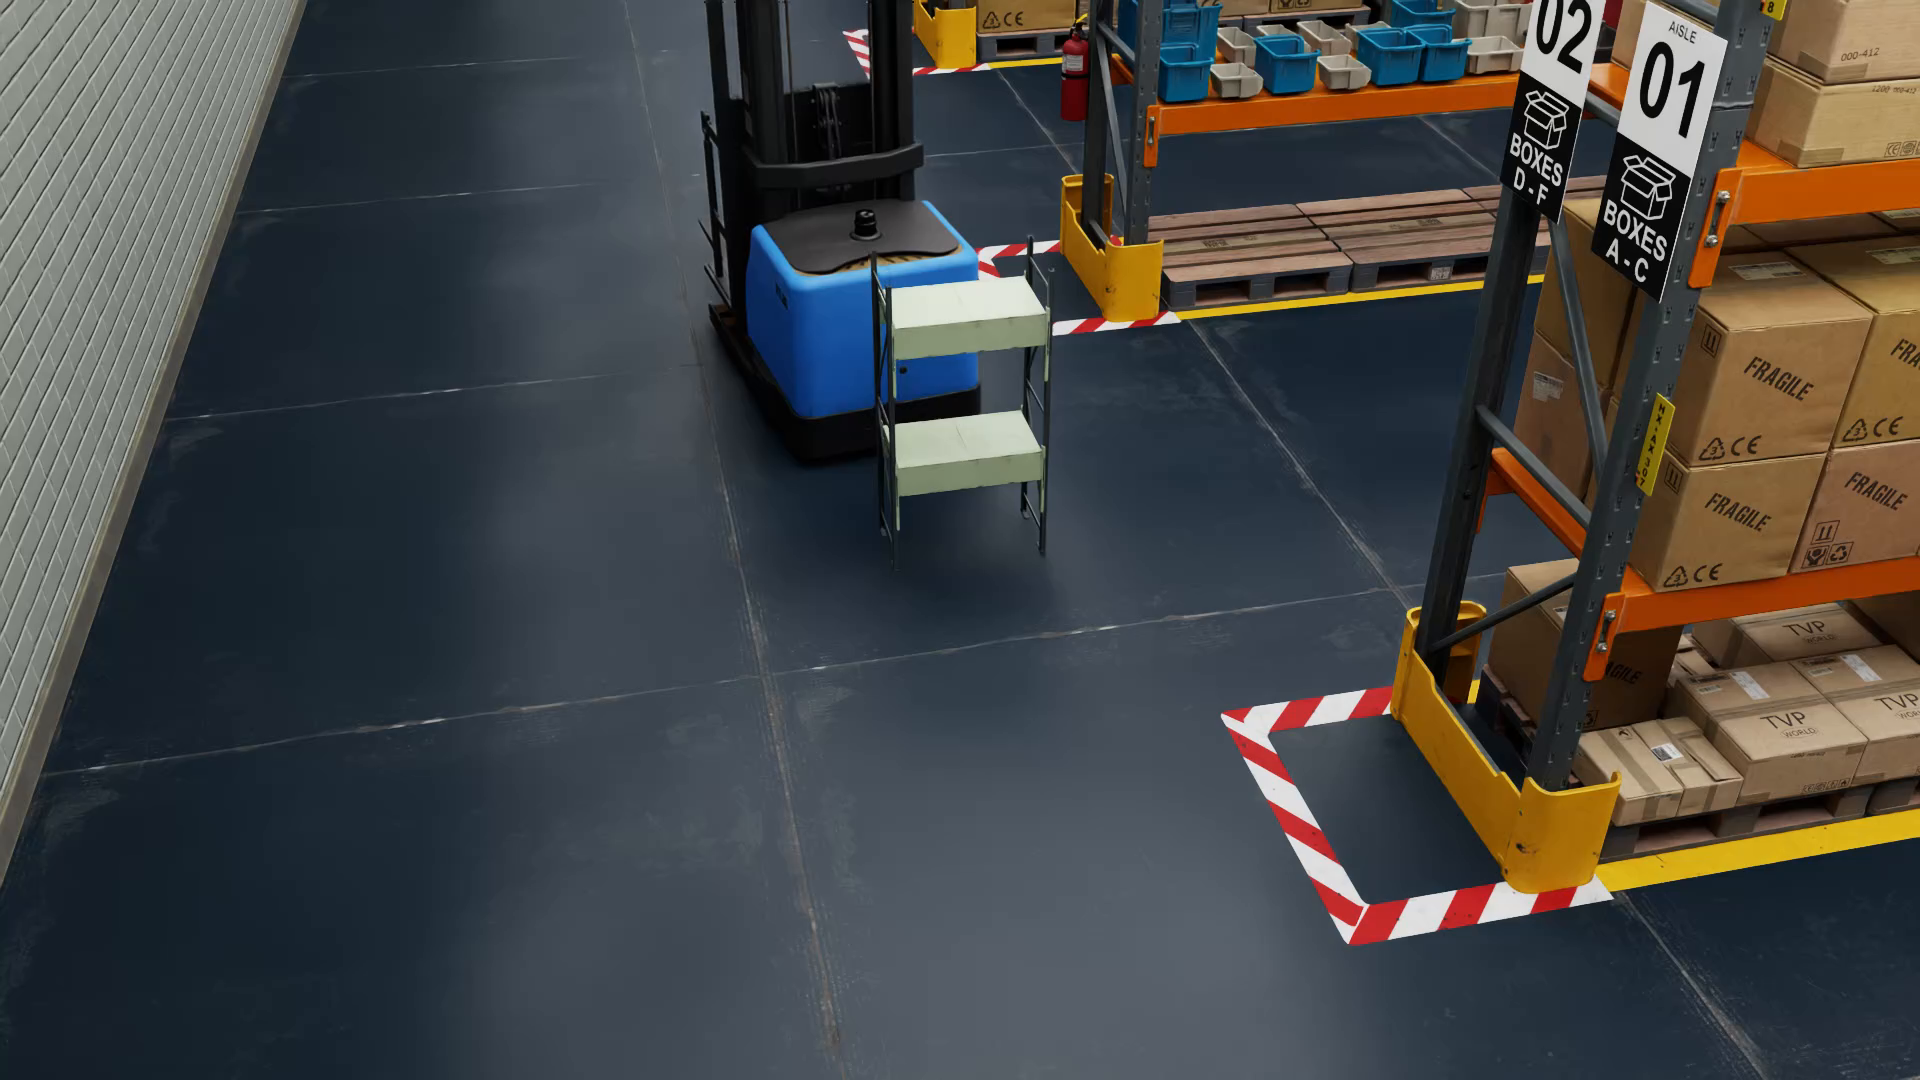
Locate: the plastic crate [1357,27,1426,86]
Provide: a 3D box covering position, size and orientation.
[{"bbox_3d":[2.568,-2.895,9.969,0.300,0.233,0.416,-7,35,-11],"label":"plastic crate"}]

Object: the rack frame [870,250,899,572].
[{"bbox_3d":[-0.350,-0.579,7.766,0.023,1.500,0.400,-7,35,-11],"label":"rack frame"}]

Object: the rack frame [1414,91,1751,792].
[{"bbox_3d":[2.059,-0.234,5.907,0.127,3.000,1.000,-7,35,-11],"label":"rack frame"}]

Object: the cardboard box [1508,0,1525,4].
[{"bbox_3d":[5.270,-5.602,15.436,0.875,0.875,1.225,-8,35,-12],"label":"cardboard box"}]

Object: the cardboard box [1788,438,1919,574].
[{"bbox_3d":[3.052,-0.253,5.845,0.500,0.500,0.500,-8,35,-11],"label":"cardboard box"}]

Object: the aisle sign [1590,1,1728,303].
[{"bbox_3d":[2.058,-1.145,4.932,0.004,0.787,0.394,-7,35,-11],"label":"aisle sign"}]

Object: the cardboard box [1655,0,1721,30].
[{"bbox_3d":[2.504,-1.827,5.274,0.500,0.250,0.500,-7,35,-11],"label":"cardboard box"}]

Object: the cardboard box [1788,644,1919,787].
[{"bbox_3d":[3.628,0.690,6.603,0.500,0.250,0.500,-7,35,-11],"label":"cardboard box"}]

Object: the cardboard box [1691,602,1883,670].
[{"bbox_3d":[3.469,0.424,6.999,0.500,0.250,0.500,-7,35,-11],"label":"cardboard box"}]

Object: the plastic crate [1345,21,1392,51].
[{"bbox_3d":[2.562,-3.162,10.453,0.250,0.136,0.298,-7,35,-11],"label":"plastic crate"}]

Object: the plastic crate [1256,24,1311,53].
[{"bbox_3d":[2.012,-3.068,10.313,0.243,0.136,0.396,-7,35,-11],"label":"plastic crate"}]

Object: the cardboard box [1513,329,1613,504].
[{"bbox_3d":[2.436,-0.478,6.181,0.500,0.500,0.500,-6,34,-9],"label":"cardboard box"}]

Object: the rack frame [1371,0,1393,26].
[{"bbox_3d":[3.779,-6.110,14.663,0.127,3.000,1.000,-7,35,-11],"label":"rack frame"}]

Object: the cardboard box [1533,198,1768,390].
[{"bbox_3d":[2.433,-0.895,5.904,0.500,0.500,0.500,-7,35,-11],"label":"cardboard box"}]

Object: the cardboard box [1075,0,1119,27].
[{"bbox_3d":[1.372,-5.145,14.754,0.875,0.875,0.875,-7,35,-11],"label":"cardboard box"}]

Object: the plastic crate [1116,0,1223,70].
[{"bbox_3d":[1.256,-3.109,10.105,0.499,0.435,0.616,-7,35,-11],"label":"plastic crate"}]

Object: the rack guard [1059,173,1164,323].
[{"bbox_3d":[0.950,-1.879,10.601,0.348,0.500,1.175,-7,35,-11],"label":"rack guard"}]

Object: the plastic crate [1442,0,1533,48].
[{"bbox_3d":[3.342,-3.306,10.538,0.530,0.282,0.437,-7,35,-11],"label":"plastic crate"}]

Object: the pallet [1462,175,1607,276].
[{"bbox_3d":[4.163,-2.149,11.263,1.213,0.211,1.003,-7,35,-11],"label":"pallet"}]

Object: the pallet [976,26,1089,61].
[{"bbox_3d":[0.640,-4.601,14.917,1.213,0.211,1.003,-7,35,-11],"label":"pallet"}]

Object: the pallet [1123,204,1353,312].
[{"bbox_3d":[1.783,-1.849,10.816,1.213,0.211,1.003,-7,35,-11],"label":"pallet"}]

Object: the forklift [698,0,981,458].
[{"bbox_3d":[-0.885,-2.464,9.291,1.130,2.935,3.031,-12,36,-17],"label":"forklift"}]

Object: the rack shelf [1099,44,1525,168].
[{"bbox_3d":[2.921,-2.874,10.486,4.000,0.370,1.077,-7,35,-11],"label":"rack shelf"}]

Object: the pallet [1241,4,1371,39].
[{"bbox_3d":[3.020,-4.901,15.364,1.213,0.211,1.003,-7,35,-11],"label":"pallet"}]

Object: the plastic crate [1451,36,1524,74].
[{"bbox_3d":[3.240,-2.956,10.146,0.466,0.136,0.293,-7,35,-11],"label":"plastic crate"}]

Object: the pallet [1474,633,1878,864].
[{"bbox_3d":[2.911,0.816,6.845,1.213,0.211,1.003,-7,35,-11],"label":"pallet"}]

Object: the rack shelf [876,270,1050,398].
[{"bbox_3d":[0.007,-0.948,7.616,0.720,0.370,0.431,-7,35,-11],"label":"rack shelf"}]

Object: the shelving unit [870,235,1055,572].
[{"bbox_3d":[0.007,-0.624,7.833,0.755,1.500,0.431,-7,35,-11],"label":"shelving unit"}]

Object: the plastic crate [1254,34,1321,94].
[{"bbox_3d":[1.926,-2.814,9.848,0.300,0.233,0.416,-7,35,-11],"label":"plastic crate"}]

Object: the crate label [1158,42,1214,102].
[{"bbox_3d":[1.284,-2.733,9.728,0.303,0.233,0.416,-7,35,-11],"label":"crate label"}]

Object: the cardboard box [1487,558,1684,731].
[{"bbox_3d":[2.535,0.421,6.780,0.500,0.500,0.500,-7,35,-11],"label":"cardboard box"}]

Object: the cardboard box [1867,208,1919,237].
[{"bbox_3d":[3.430,-1.024,6.096,0.500,0.500,0.500,-6,34,-9],"label":"cardboard box"}]

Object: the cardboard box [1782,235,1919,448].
[{"bbox_3d":[3.059,-0.670,5.570,0.500,0.500,0.500,-7,34,-10],"label":"cardboard box"}]

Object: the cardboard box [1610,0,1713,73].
[{"bbox_3d":[2.502,-1.624,5.420,0.500,0.250,0.500,-7,35,-11],"label":"cardboard box"}]

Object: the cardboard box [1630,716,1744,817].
[{"bbox_3d":[2.787,0.864,6.418,0.250,0.166,0.380,-7,35,-11],"label":"cardboard box"}]

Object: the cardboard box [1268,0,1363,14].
[{"bbox_3d":[3.118,-5.365,15.082,0.875,0.875,0.875,-7,35,-11],"label":"cardboard box"}]

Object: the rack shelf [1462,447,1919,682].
[{"bbox_3d":[4.010,-0.181,6.474,4.000,0.370,1.077,-7,35,-11],"label":"rack shelf"}]

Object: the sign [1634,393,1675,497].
[{"bbox_3d":[2.179,-0.299,5.226,0.005,0.325,0.100,-7,35,-11],"label":"sign"}]
